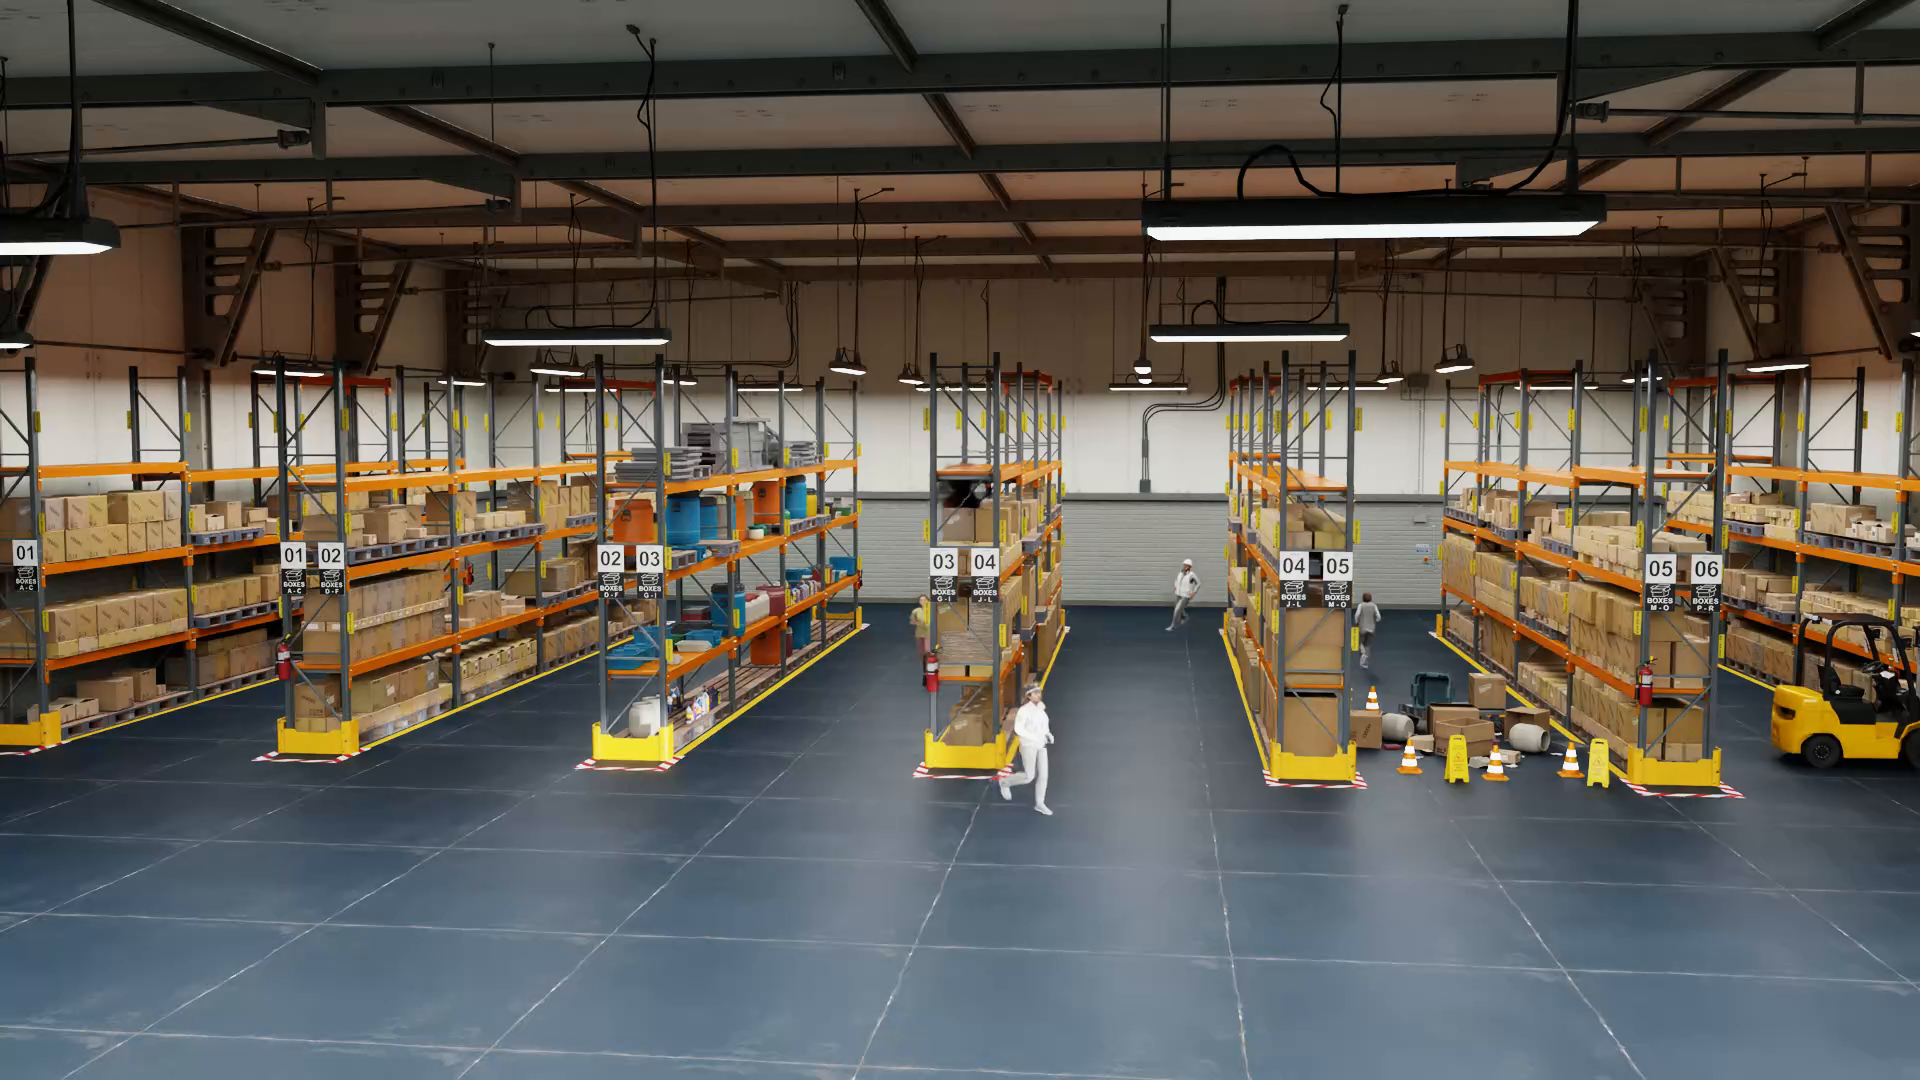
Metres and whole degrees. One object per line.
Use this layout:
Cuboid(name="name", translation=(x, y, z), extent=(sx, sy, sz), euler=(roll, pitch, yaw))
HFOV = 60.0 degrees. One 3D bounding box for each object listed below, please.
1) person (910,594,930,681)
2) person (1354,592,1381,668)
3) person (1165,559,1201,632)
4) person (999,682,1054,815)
Cuboid(name="person", translation=(-0.688, 1.902, 32.141), extent=(0.559, 1.725, 0.738), euler=(1, 4, 10))
Cuboid(name="person", translation=(8.280, 1.833, 33.864), extent=(0.553, 1.567, 0.534), euler=(0, 4, 1))
Cuboid(name="person", translation=(5.376, 1.321, 39.791), extent=(0.889, 1.728, 0.714), euler=(-4, 5, -42))
Cuboid(name="person", translation=(0.910, 2.661, 21.471), extent=(0.624, 1.696, 0.791), euler=(-4, 6, -45))
